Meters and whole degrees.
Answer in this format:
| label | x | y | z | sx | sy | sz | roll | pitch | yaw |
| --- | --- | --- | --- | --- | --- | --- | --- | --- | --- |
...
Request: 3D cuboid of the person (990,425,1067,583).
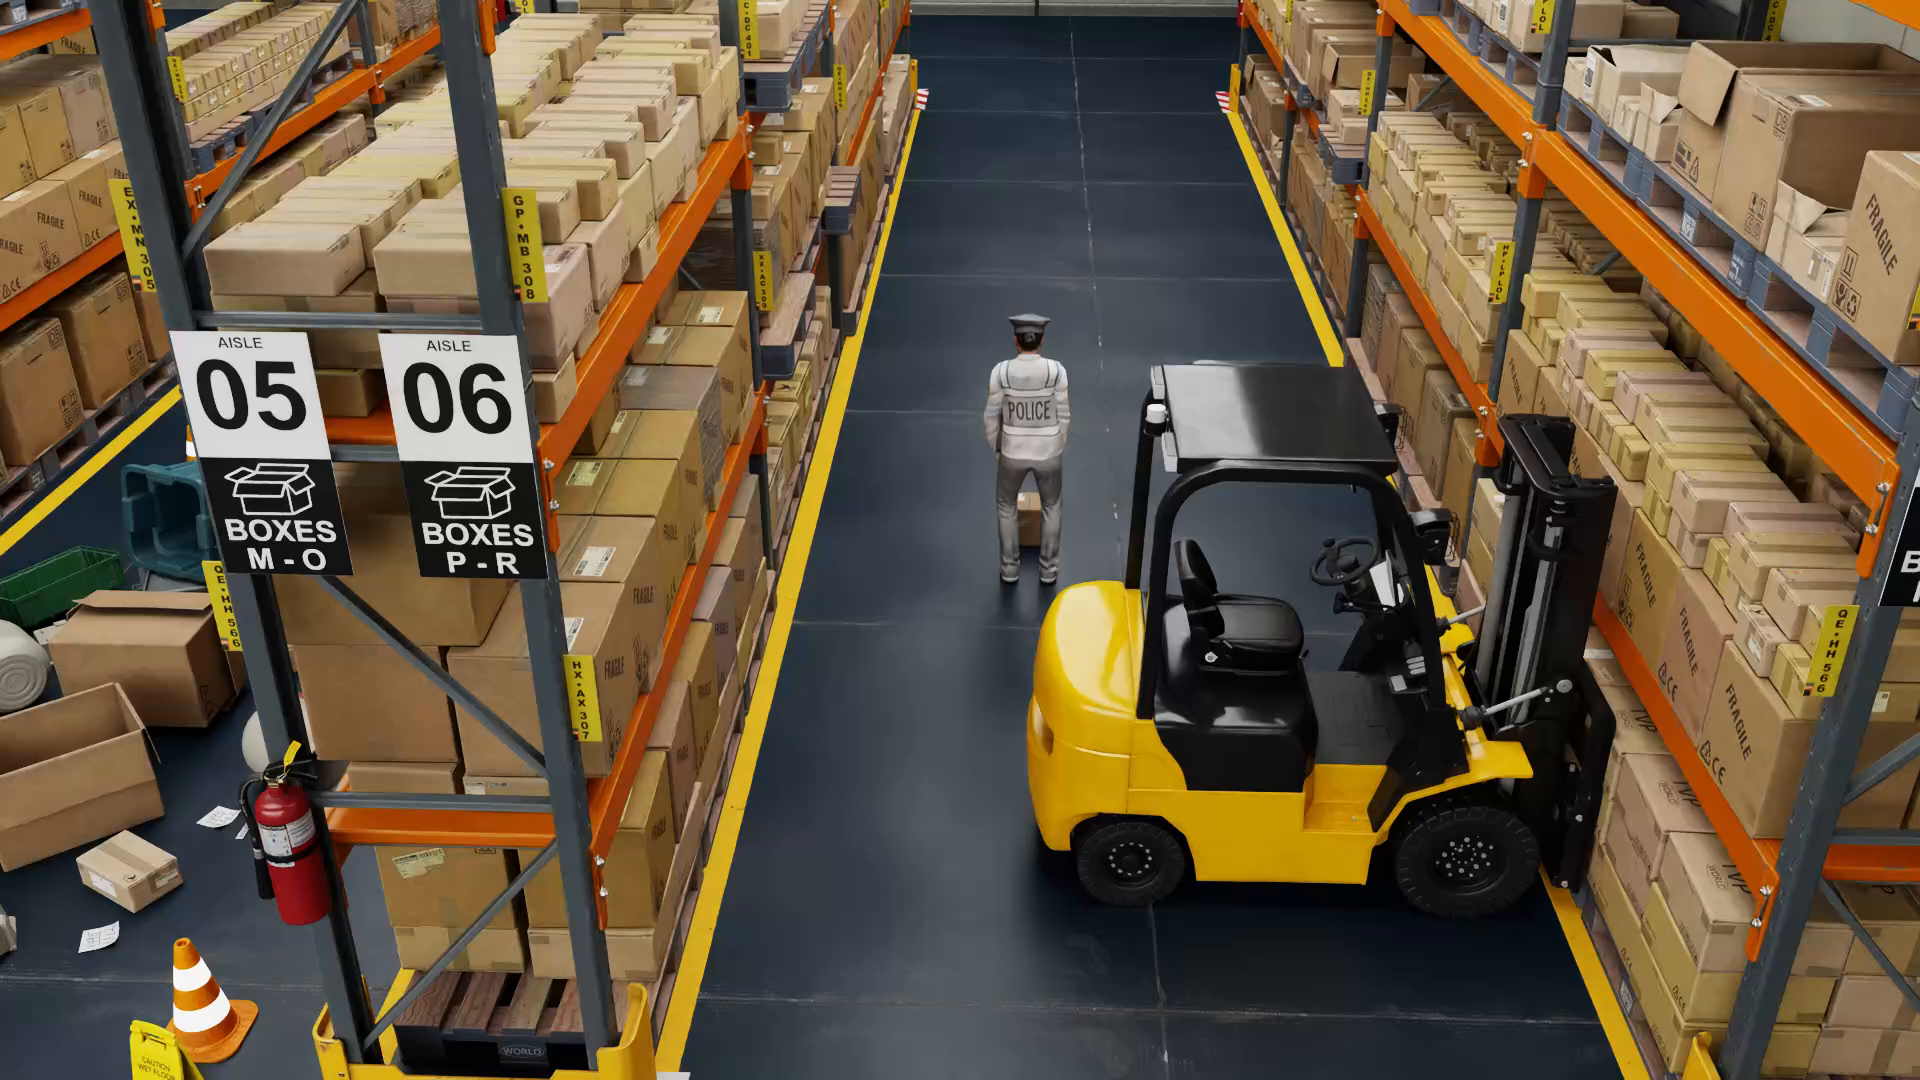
| label | x | y | z | sx | sy | sz | roll | pitch | yaw |
| --- | --- | --- | --- | --- | --- | --- | --- | --- | --- |
| person | 0.411 | -0.194 | 9.991 | 0.466 | 0.834 | 0.895 | 1 | 28 | 1 |
